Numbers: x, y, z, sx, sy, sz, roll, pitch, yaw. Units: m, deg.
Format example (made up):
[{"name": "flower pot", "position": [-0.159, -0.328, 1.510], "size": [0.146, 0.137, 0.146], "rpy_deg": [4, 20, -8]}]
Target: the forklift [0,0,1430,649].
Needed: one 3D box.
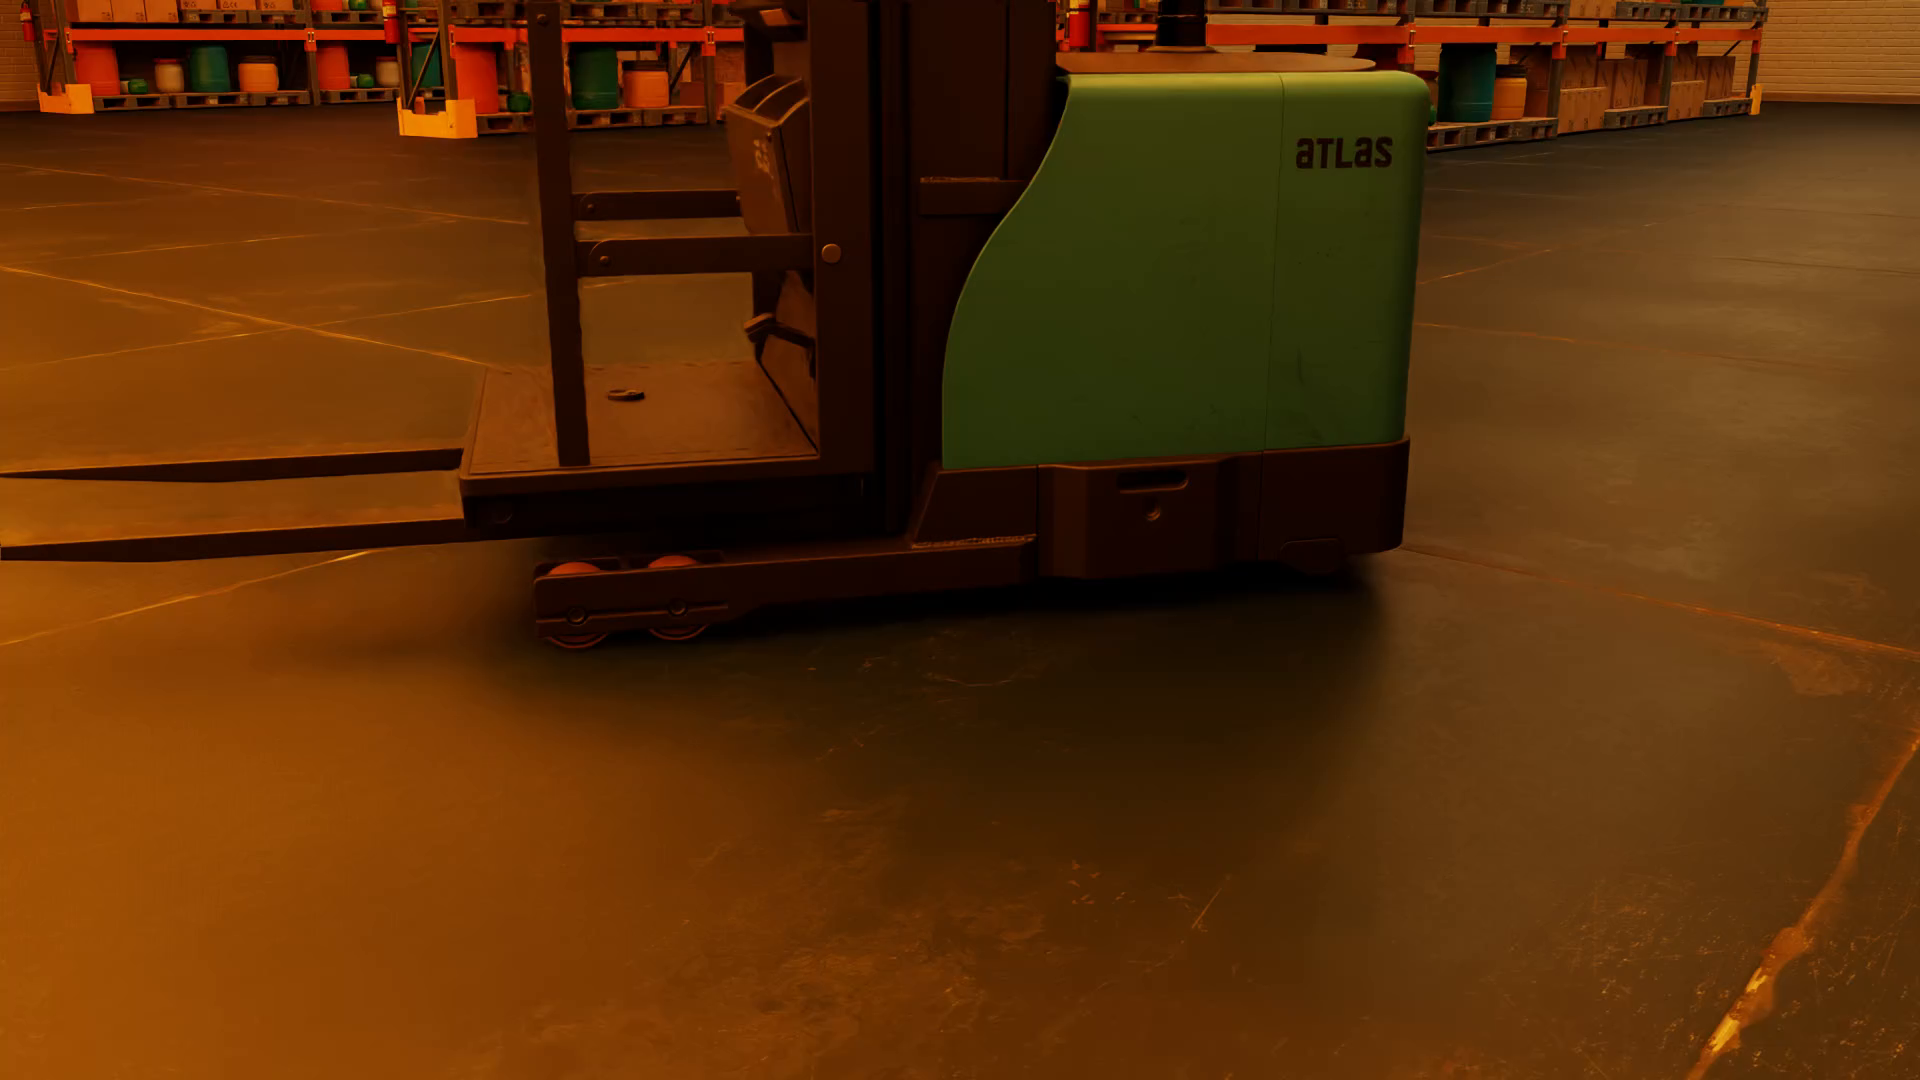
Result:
[{"name": "forklift", "position": [-0.594, -1.359, 3.372], "size": [3.031, 2.935, 1.130], "rpy_deg": [-4, 17, -13]}]
